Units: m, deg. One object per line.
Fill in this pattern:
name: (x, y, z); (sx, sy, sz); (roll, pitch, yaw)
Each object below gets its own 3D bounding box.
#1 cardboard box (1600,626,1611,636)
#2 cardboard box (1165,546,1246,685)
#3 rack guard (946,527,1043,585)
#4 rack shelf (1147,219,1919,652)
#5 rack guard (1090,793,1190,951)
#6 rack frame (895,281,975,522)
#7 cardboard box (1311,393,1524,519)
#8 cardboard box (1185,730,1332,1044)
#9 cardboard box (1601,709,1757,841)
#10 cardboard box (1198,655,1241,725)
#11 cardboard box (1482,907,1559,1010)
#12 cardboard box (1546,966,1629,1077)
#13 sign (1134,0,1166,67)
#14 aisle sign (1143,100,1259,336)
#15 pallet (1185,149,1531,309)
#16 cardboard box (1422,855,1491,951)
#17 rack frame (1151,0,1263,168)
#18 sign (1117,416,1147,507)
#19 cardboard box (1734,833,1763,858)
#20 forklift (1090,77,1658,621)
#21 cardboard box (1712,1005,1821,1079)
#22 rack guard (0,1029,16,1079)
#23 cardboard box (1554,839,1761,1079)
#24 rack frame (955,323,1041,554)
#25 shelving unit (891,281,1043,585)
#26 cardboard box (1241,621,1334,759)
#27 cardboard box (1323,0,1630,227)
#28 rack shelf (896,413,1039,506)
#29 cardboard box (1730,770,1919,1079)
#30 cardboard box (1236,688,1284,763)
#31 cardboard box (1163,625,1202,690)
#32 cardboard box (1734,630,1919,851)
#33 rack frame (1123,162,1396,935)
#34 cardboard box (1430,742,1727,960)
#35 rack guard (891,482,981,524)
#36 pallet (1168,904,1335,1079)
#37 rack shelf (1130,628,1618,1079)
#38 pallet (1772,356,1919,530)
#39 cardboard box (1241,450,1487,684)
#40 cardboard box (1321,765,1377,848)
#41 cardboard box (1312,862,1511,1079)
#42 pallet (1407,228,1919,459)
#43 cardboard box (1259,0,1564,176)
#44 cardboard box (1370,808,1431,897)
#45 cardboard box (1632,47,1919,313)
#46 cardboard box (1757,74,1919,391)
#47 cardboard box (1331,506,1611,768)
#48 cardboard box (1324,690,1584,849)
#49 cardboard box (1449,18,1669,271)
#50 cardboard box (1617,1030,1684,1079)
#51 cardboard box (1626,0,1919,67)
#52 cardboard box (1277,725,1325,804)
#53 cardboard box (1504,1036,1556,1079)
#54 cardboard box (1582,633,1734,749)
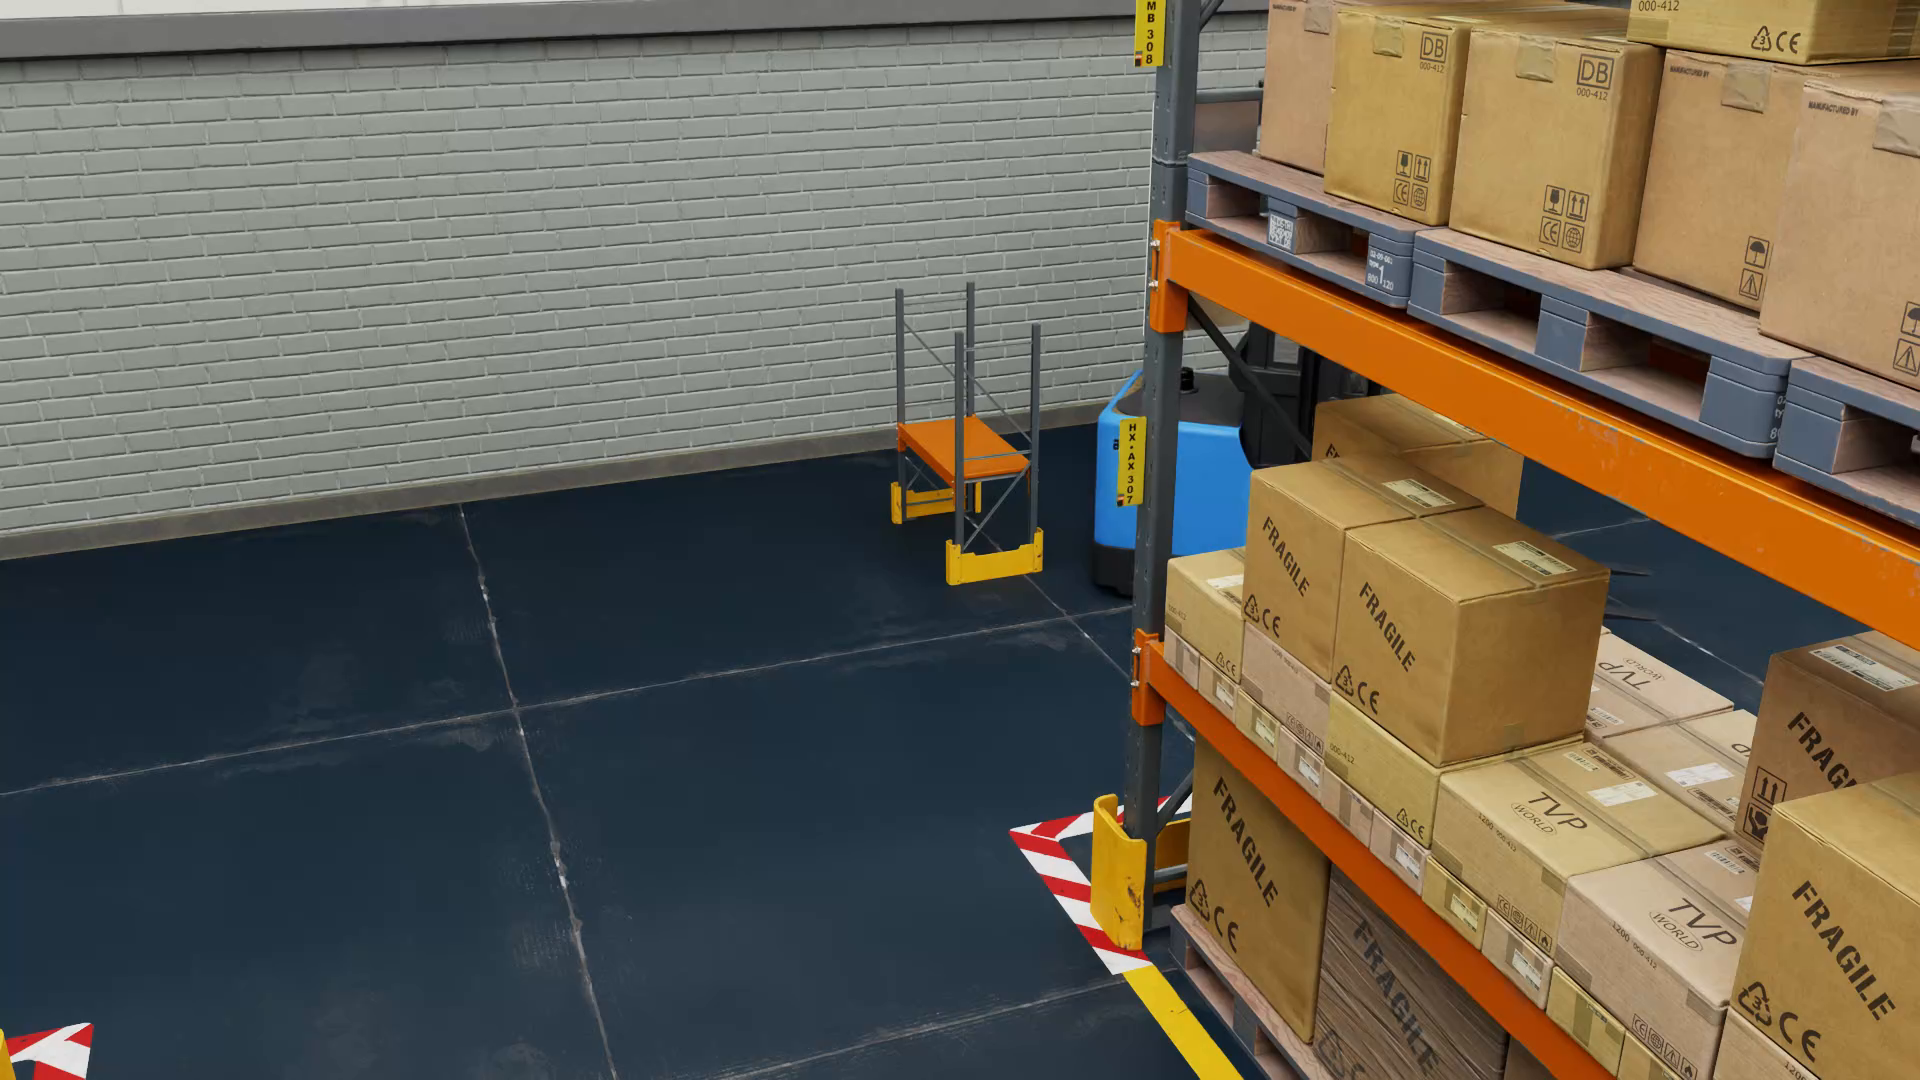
cardboard box: (1.720, 0.345, 5.380); (0.500, 0.250, 0.500); (-9, 24, -20)
cardboard box: (1.038, 0.232, 5.648); (0.500, 0.250, 0.500); (-9, 24, -20)
rack guard: (0.203, 0.093, 9.706); (0.587, 0.250, 0.087); (-8, 24, -19)
rack shelf: (1.828, -0.236, 4.011); (1.077, 0.370, 4.000); (-8, 24, -19)
rack guard: (1.113, 1.232, 6.684); (1.175, 0.500, 0.348); (-8, 24, -19)
rack frame: (-0.149, -0.845, 10.323); (0.500, 1.500, 0.032); (-8, 24, -19)
cardboard box: (1.539, -0.184, 5.669); (0.500, 0.500, 0.500); (-8, 24, -18)
cardboard box: (1.422, 1.096, 5.983); (0.875, 0.875, 0.875); (-8, 24, -19)
cardboard box: (2.087, 0.718, 4.494); (0.500, 0.250, 0.500); (-8, 24, -19)
cardboard box: (1.030, 0.472, 5.593); (0.380, 0.149, 0.250); (-9, 24, -20)
cardboard box: (1.577, 1.032, 4.262); (0.380, 0.149, 0.250); (-8, 24, -18)
cardboard box: (1.666, 1.125, 4.042); (0.380, 0.149, 0.250); (-9, 24, -20)
sign: (0.600, -1.659, 5.235); (0.100, 0.325, 0.005); (-8, 24, -19)
aisle sign: (0.815, -1.094, 5.637); (0.394, 0.787, 0.004); (-8, 24, -19)
pallet: (1.393, -0.985, 4.976); (1.003, 0.211, 1.213); (-8, 24, -19)
cardboard box: (1.483, 0.937, 4.488); (0.380, 0.149, 0.250); (-9, 24, -20)
rack frame: (1.122, -2.676, 5.013); (1.000, 3.000, 0.127); (-8, 24, -19)
sign: (0.600, -0.273, 5.819); (0.100, 0.325, 0.005); (-8, 24, -19)
cardboard box: (2.254, 0.898, 4.066); (0.500, 0.250, 0.500); (-8, 24, -18)
forklift: (2.322, -1.043, 8.950); (3.031, 2.935, 1.130); (8, 24, 17)
cardboard box: (1.948, 1.162, 3.441); (0.500, 0.250, 0.500); (-8, 24, -17)
rack guard: (-3.533, 1.913, 5.068); (1.175, 0.500, 0.348); (-8, 24, -19)
cardboard box: (1.767, 0.976, 3.881); (0.500, 0.250, 0.500); (-8, 24, -18)
rack frame: (0.210, -0.475, 9.447); (0.500, 1.500, 0.032); (-8, 24, -19)
shelving unit: (0.027, -0.663, 9.893); (0.587, 1.500, 1.083); (-8, 24, -19)
cardboard box: (1.228, 0.420, 5.202); (0.500, 0.250, 0.500); (-9, 24, -20)
cardboard box: (1.441, -1.177, 4.520); (0.700, 0.500, 0.500); (-9, 25, -21)
rack shelf: (0.030, -0.494, 9.955); (0.538, 0.185, 1.000); (-8, 24, -19)
cardboard box: (1.949, 0.815, 3.298); (0.500, 0.500, 0.500); (-8, 24, -18)
cardboard box: (1.121, 0.565, 5.372); (0.380, 0.149, 0.250); (-9, 24, -20)
cardboard box: (0.938, 0.379, 5.813); (0.380, 0.149, 0.250); (-8, 24, -18)
cardboard box: (2.250, 0.551, 3.926); (0.500, 0.500, 0.500); (-9, 25, -21)
rack frame: (1.122, 0.089, 6.178); (1.000, 3.000, 0.127); (-8, 24, -19)
cardboard box: (1.592, 0.792, 4.319); (0.500, 0.250, 0.500); (-9, 24, -20)
rack guard: (-0.149, -0.268, 10.565); (0.587, 0.250, 0.087); (-8, 24, -19)
pallet: (1.477, 1.653, 6.056); (1.003, 0.211, 1.213); (-8, 24, -19)
rack shelf: (1.828, 1.147, 4.593); (1.077, 0.370, 4.000); (-8, 24, -19)
pallet: (2.255, -0.098, 2.873); (1.003, 0.211, 1.213); (-8, 24, -19)
cardboard box: (1.215, 0.068, 5.071); (0.500, 0.500, 0.500); (-9, 24, -20)
cardboard box: (1.303, 0.752, 4.928); (0.380, 0.149, 0.250); (-9, 24, -20)
cardboard box: (1.744, 1.426, 5.199); (0.875, 0.875, 0.875); (-8, 24, -19)
pallet: (1.828, -0.541, 3.923); (1.003, 0.211, 1.213); (-8, 24, -19)
cardboard box: (1.355, -1.398, 5.044); (0.700, 0.500, 0.500); (-10, 25, -22)
cardboard box: (1.395, 0.845, 4.706); (0.380, 0.149, 0.250); (-9, 24, -20)
cardboard box: (1.964, -0.808, 3.644); (0.700, 0.500, 0.500); (-7, 24, -17)
cardboard box: (2.016, -0.598, 3.147); (0.700, 0.500, 0.500); (-7, 24, -16)
cardboard box: (1.404, 0.256, 4.626); (0.500, 0.500, 0.500); (-9, 24, -20)
cardboard box: (1.402, 0.603, 4.767); (0.500, 0.250, 0.500); (-9, 25, -21)
cardboard box: (1.669, -0.996, 4.090); (0.700, 0.500, 0.500); (-10, 25, -23)
cardboard box: (1.756, 1.218, 3.822); (0.380, 0.149, 0.250); (-8, 24, -18)
cardboard box: (1.826, -1.190, 3.585); (0.500, 0.250, 0.500); (-9, 25, -21)
cardboard box: (1.214, 0.659, 5.147); (0.380, 0.149, 0.250); (-9, 24, -20)
cardboard box: (2.058, 1.750, 4.432); (0.875, 0.875, 0.875); (-8, 24, -19)
cardboard box: (1.900, 0.530, 4.942); (0.500, 0.250, 0.500); (-9, 25, -21)
